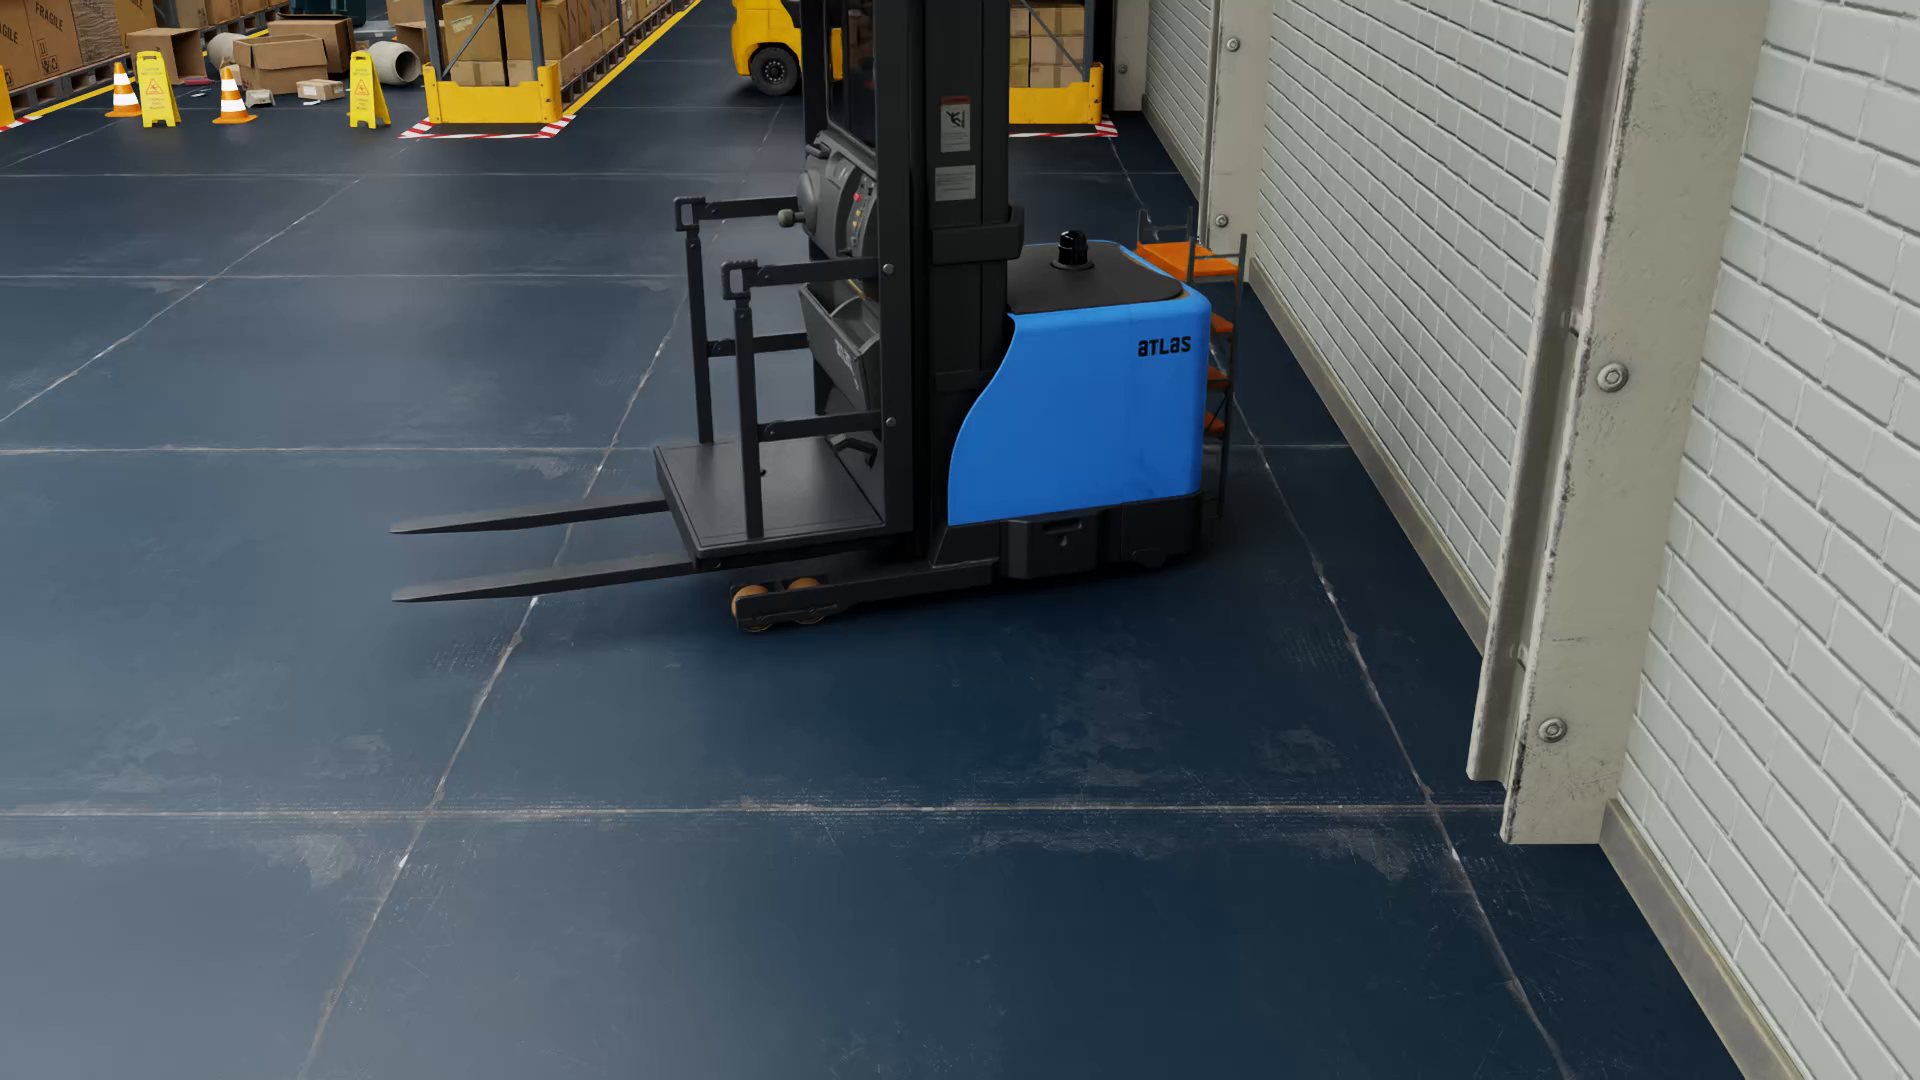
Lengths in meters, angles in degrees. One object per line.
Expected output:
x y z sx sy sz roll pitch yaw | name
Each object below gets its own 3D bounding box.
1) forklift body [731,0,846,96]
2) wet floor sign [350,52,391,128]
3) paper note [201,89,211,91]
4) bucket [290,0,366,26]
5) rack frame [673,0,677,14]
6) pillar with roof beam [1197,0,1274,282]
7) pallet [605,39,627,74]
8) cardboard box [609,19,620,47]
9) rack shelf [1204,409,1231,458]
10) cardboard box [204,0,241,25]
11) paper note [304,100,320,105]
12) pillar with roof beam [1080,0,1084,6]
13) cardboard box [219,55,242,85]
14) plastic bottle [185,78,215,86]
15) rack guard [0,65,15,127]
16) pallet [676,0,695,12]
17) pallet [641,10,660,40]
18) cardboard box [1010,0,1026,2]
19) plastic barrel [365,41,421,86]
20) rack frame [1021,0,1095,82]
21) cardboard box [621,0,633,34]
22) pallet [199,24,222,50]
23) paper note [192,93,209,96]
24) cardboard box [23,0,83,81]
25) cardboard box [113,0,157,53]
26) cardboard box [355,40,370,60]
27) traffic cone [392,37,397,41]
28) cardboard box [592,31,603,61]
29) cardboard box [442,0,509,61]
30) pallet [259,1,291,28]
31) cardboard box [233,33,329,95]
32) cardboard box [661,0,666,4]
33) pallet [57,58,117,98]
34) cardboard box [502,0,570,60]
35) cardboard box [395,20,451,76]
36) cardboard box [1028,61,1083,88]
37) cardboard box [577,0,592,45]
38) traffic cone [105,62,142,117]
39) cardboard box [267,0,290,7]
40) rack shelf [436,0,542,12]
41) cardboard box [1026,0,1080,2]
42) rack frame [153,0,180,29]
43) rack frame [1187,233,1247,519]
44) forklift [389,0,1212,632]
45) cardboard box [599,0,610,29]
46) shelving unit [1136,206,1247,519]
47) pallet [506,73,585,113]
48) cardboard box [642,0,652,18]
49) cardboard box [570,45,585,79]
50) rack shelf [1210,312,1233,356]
-1.142 -5.611 16.546 2.313 2.155 1.214 0 24 -1 | forklift body
-5.328 -4.045 14.910 0.267 0.644 0.232 8 26 18 | wet floor sign
-7.609 -4.540 16.777 0.032 0.001 0.123 13 27 27 | paper note
-6.946 -5.940 18.372 0.726 0.611 0.620 8 16 18 | bucket
-4.347 -8.497 21.897 1.000 3.000 0.127 0 24 -1 | rack frame
-2.642 -5.757 8.559 9.100 9.000 0.400 0 24 -1 | pillar with roof beam
-4.261 -5.302 18.216 1.003 0.211 1.213 0 24 -1 | pallet
-4.029 -5.545 18.197 0.500 0.250 0.500 1 24 2 | cardboard box
0.913 -0.485 7.005 0.258 0.148 0.480 -7 25 -17 | rack shelf
-9.356 -6.604 19.932 1.050 0.750 0.750 0 24 -1 | cardboard box
-6.261 -4.228 16.062 0.148 0.019 0.142 -9 26 -19 | paper note
-2.773 -10.702 19.492 9.100 9.000 0.400 0 24 -1 | pillar with roof beam
-7.392 -4.839 17.127 0.396 0.266 0.258 4 25 9 | cardboard box
-7.810 -4.711 17.091 0.283 0.061 0.133 -9 26 -19 | plastic bottle
-9.208 -3.988 14.961 1.175 0.500 0.348 0 24 -1 | rack guard
-4.281 -7.552 23.191 1.003 0.211 1.213 0 24 -1 | pallet
-4.330 -6.403 20.651 1.003 0.211 1.213 0 24 -1 | pallet
0.375 -5.017 15.817 0.500 0.250 0.500 0 24 0 | cardboard box
-5.797 -4.871 17.006 0.512 0.421 0.421 19 30 35 | plastic barrel
0.703 -5.224 14.661 1.000 3.000 0.127 0 24 -1 | rack frame
-4.312 -6.059 19.186 0.950 0.372 0.625 0 24 0 | cardboard box
-9.336 -5.832 19.389 1.003 0.211 1.213 0 24 -1 | pallet
-7.528 -4.420 16.487 0.144 0.017 0.142 8 26 18 | paper note
-9.294 -5.002 16.238 0.875 0.875 0.875 -1 24 -1 | cardboard box
-9.316 -5.749 17.889 0.875 0.875 0.875 0 24 0 | cardboard box
-6.441 -5.258 18.053 0.258 0.266 0.396 -19 31 -36 | cardboard box
-6.720 -6.313 20.146 0.336 0.463 0.334 0 24 -1 | traffic cone
-4.012 -5.116 17.249 0.500 0.250 0.500 0 24 0 | cardboard box
-4.530 -4.810 15.662 0.500 0.500 0.500 0 24 0 | cardboard box
-9.363 -6.837 21.612 1.003 0.211 1.213 0 24 -1 | pallet
-6.811 -4.776 16.698 0.797 0.503 0.637 -19 31 -36 | cardboard box
-4.351 -7.258 21.837 0.950 0.372 0.625 -2 24 -4 | cardboard box
-9.306 -4.697 16.879 1.003 0.211 1.213 0 24 -1 | pallet
-3.993 -4.824 15.694 0.500 0.500 0.500 -1 24 -2 | cardboard box
-5.653 -5.263 17.778 0.500 0.500 0.500 19 30 35 | cardboard box
0.893 -4.366 15.591 0.500 0.250 0.500 0 24 0 | cardboard box
-4.001 -5.246 16.627 0.500 0.500 0.500 0 24 0 | cardboard box
-7.795 -4.206 15.488 0.336 0.463 0.334 0 24 -1 | traffic cone
-9.379 -7.348 21.577 1.050 0.750 0.750 -1 24 -1 | cardboard box
-4.282 -5.697 16.579 1.077 0.370 4.000 0 24 -1 | rack shelf
0.878 -5.023 15.830 0.500 0.250 0.500 0 24 0 | cardboard box
-9.252 -6.785 18.112 1.000 3.000 0.127 0 24 -1 | rack frame
0.992 -0.632 6.685 0.240 1.200 0.015 -7 25 -17 | rack frame
-0.628 -1.246 5.949 3.031 2.935 1.130 -8 25 -16 | forklift
-4.022 -5.677 17.579 0.500 0.500 0.500 0 24 0 | cardboard box
0.917 -0.727 6.897 0.258 1.200 0.503 -7 25 -17 | shelving unit
-4.234 -4.296 15.993 1.003 0.211 1.213 0 24 -1 | pallet
-4.333 -6.642 20.474 0.950 0.372 0.625 1 24 1 | cardboard box
-3.990 -4.683 16.292 0.500 0.250 0.500 1 24 1 | cardboard box
0.920 -0.870 6.833 0.258 0.148 0.480 -7 25 -17 | rack shelf
